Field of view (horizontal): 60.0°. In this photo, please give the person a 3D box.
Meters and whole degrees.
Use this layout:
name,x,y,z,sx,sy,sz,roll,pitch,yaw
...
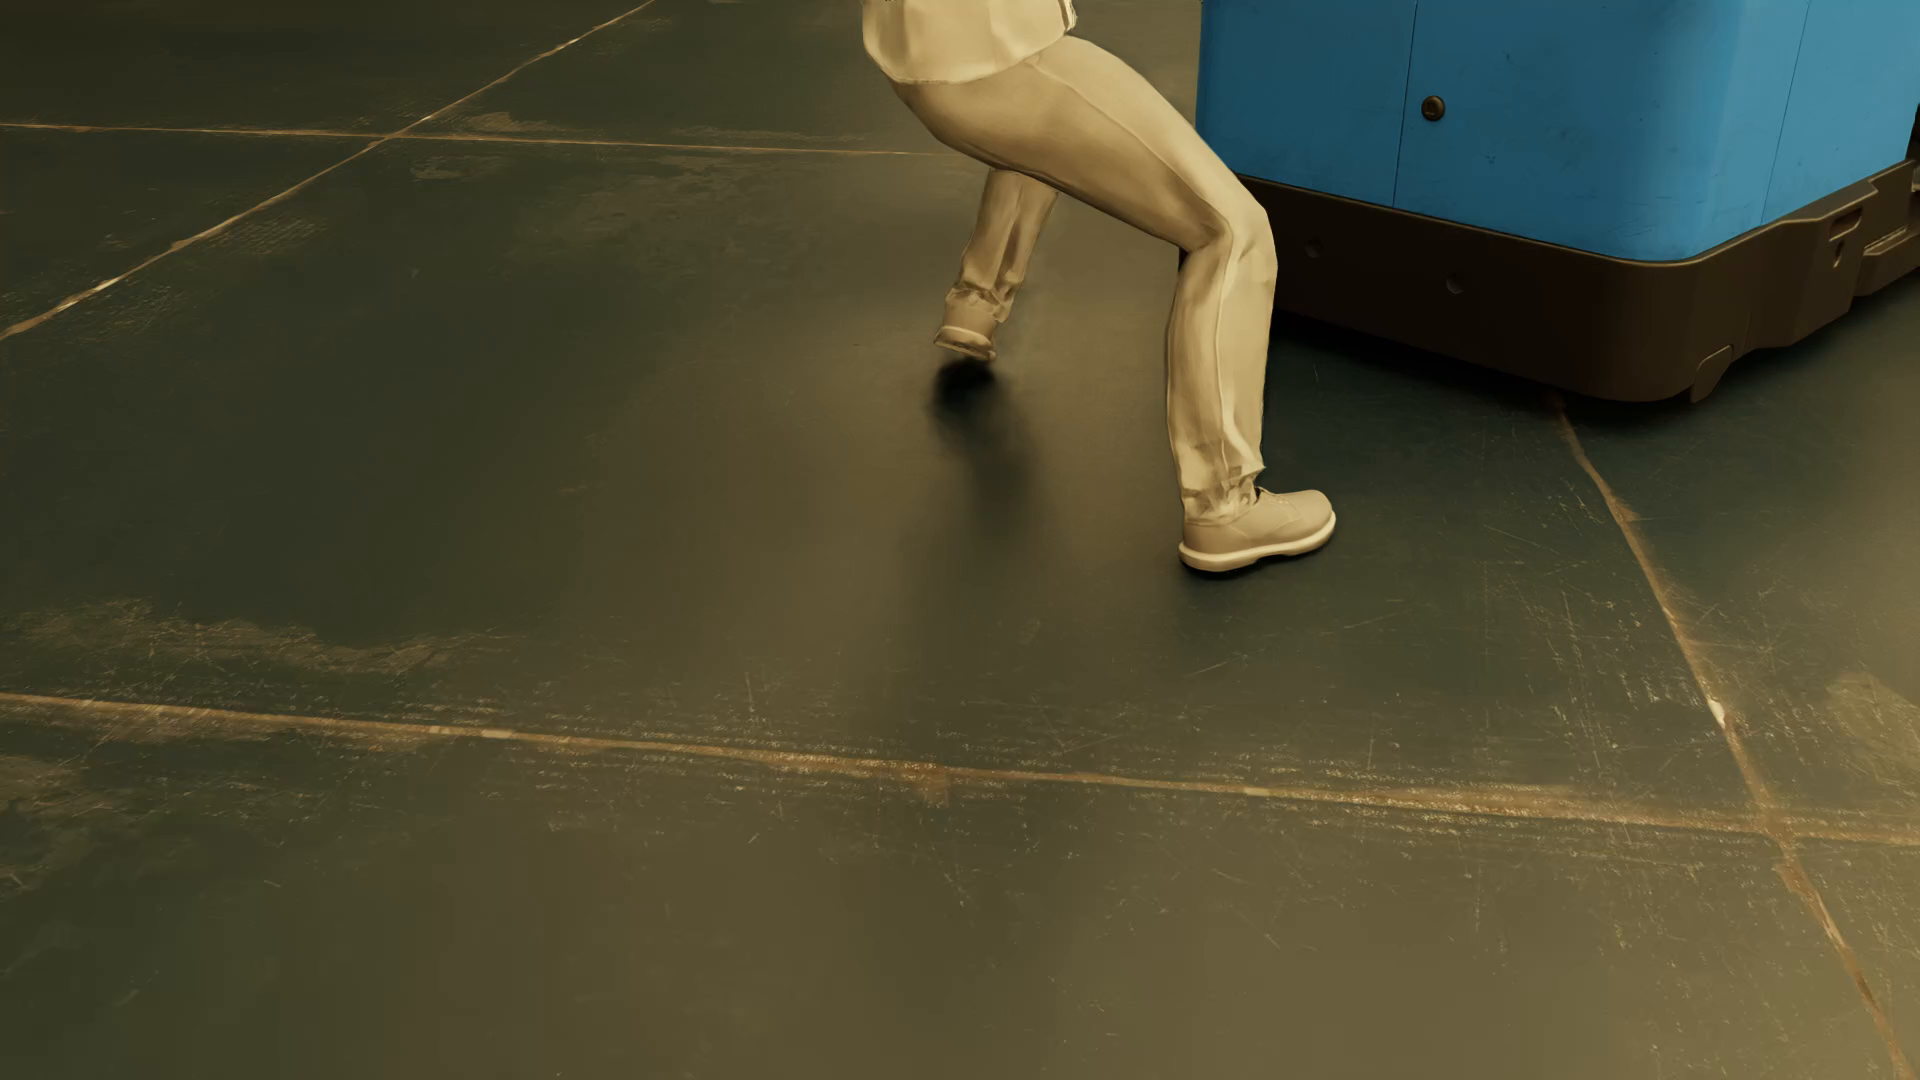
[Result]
name,x,y,z,sx,sy,sz,roll,pitch,yaw
person,0.209,-0.797,2.479,0.691,1.445,0.990,-9,28,-17

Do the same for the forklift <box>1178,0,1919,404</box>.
name,x,y,z,sx,sy,sz,roll,pitch,yaw
forklift,1.859,-2.098,3.422,3.031,2.935,1.130,-23,35,-39
